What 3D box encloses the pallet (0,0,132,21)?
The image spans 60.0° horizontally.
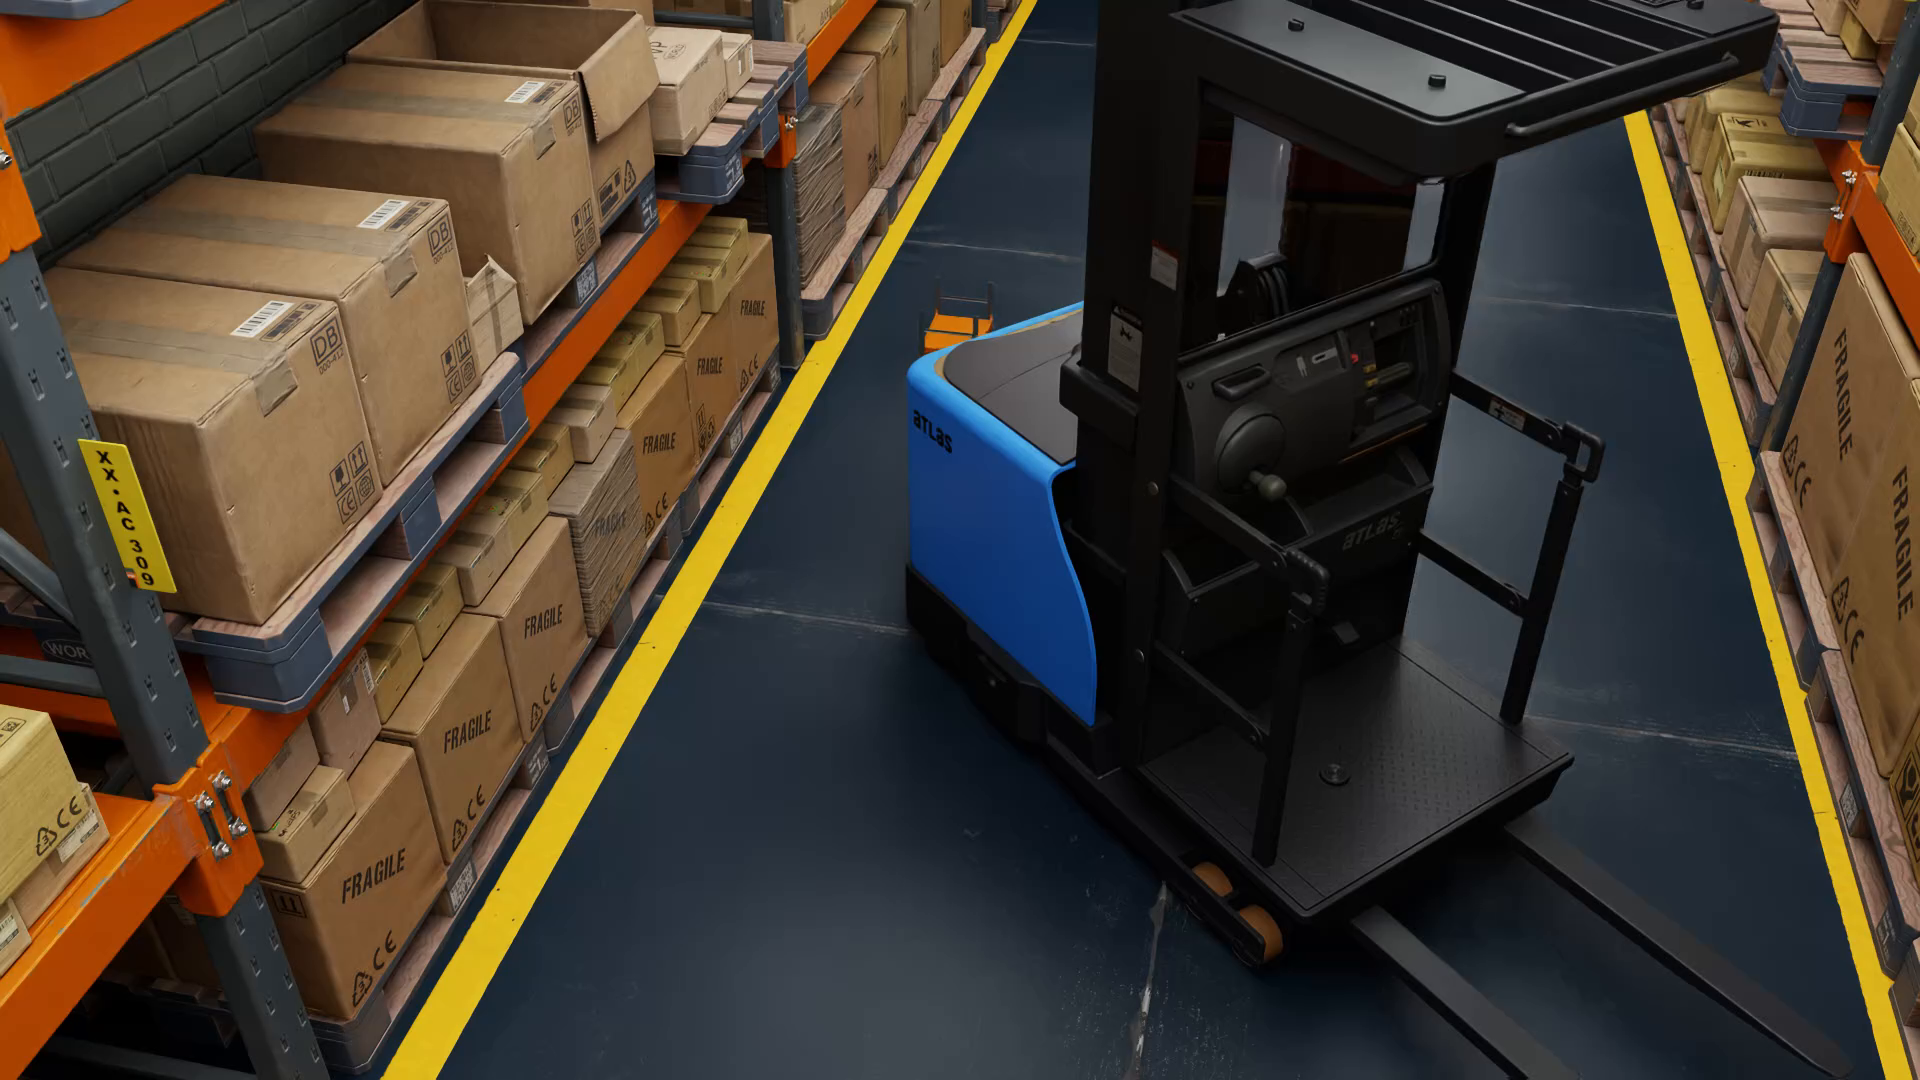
[{"bbox_3d":[-1.832,-1.256,3.031,1.213,0.211,1.003,7,37,10],"label":"pallet"}]

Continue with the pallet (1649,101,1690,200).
[{"bbox_3d":[4.354,-2.143,9.027,1.003,0.211,1.213,7,37,10],"label":"pallet"}]

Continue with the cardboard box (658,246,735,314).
[{"bbox_3d":[-1.072,-0.991,6.281,0.380,0.149,0.250,6,36,8],"label":"cardboard box"}]

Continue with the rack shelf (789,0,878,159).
[{"bbox_3d":[-0.758,-2.901,8.310,1.077,0.370,4.000,7,37,10],"label":"rack shelf"}]

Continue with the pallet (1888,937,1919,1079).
[{"bbox_3d":[2.901,1.545,3.939,1.003,0.211,1.213,7,37,10],"label":"pallet"}]

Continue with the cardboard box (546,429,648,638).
[{"bbox_3d":[-1.385,-0.048,5.533,0.500,0.500,0.500,6,36,8],"label":"cardboard box"}]

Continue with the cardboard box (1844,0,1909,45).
[{"bbox_3d":[3.490,-2.052,5.829,0.500,0.500,0.500,6,36,9],"label":"cardboard box"}]

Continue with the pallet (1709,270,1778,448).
[{"bbox_3d":[3.833,-0.744,7.097,1.003,0.211,1.213,7,37,10],"label":"pallet"}]

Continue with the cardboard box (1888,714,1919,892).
[{"bbox_3d":[3.050,0.673,4.217,0.875,0.875,0.875,8,37,11],"label":"cardboard box"}]

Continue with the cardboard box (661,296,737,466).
[{"bbox_3d":[-1.183,-0.649,6.361,0.500,0.500,0.500,7,36,9],"label":"cardboard box"}]

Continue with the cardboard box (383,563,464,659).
[{"bbox_3d":[-1.631,0.179,4.667,0.380,0.149,0.250,7,36,9],"label":"cardboard box"}]

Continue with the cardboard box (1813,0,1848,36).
[{"bbox_3d":[3.501,-2.024,6.343,0.380,0.149,0.250,7,37,10],"label":"cardboard box"}]

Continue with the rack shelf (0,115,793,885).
[{"bbox_3d":[-1.613,-0.608,5.146,1.077,0.370,4.000,7,37,10],"label":"rack shelf"}]

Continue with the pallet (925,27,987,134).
[{"bbox_3d":[-0.450,-2.783,9.909,1.003,0.211,1.213,7,37,10],"label":"pallet"}]

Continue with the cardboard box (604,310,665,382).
[{"bbox_3d":[-1.272,-0.700,5.879,0.380,0.149,0.250,8,37,11],"label":"cardboard box"}]

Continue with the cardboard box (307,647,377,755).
[{"bbox_3d":[-1.695,0.379,4.137,0.380,0.149,0.250,6,36,8],"label":"cardboard box"}]

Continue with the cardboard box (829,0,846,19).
[{"bbox_3d":[-0.740,-2.496,7.266,0.500,0.250,0.500,7,36,9],"label":"cardboard box"}]

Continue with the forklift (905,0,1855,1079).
[{"bbox_3d":[1.066,-0.330,4.207,1.130,2.935,3.031,-22,41,-27],"label":"forklift"}]

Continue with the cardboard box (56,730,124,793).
[{"bbox_3d":[-2.243,0.580,4.113,0.380,0.149,0.250,6,36,8],"label":"cardboard box"}]

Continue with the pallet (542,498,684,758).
[{"bbox_3d":[-1.645,0.204,5.789,1.003,0.211,1.213,7,37,10],"label":"pallet"}]

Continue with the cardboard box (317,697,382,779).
[{"bbox_3d":[-1.720,0.486,4.243,0.380,0.149,0.250,6,36,9],"label":"cardboard box"}]

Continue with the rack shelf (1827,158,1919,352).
[{"bbox_3d":[3.237,0.012,4.290,1.077,0.370,4.000,7,37,10],"label":"rack shelf"}]

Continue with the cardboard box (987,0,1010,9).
[{"bbox_3d":[0.096,-3.631,10.690,0.500,0.250,0.500,8,37,10],"label":"cardboard box"}]

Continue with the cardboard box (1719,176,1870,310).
[{"bbox_3d":[3.945,-1.278,7.339,0.950,0.372,0.625,7,36,9],"label":"cardboard box"}]

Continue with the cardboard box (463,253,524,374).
[{"bbox_3d":[-1.368,-0.617,4.301,0.396,0.266,0.258,9,37,12],"label":"cardboard box"}]

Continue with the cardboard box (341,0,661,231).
[{"bbox_3d":[-1.354,-1.299,5.040,0.797,0.503,0.637,7,36,9],"label":"cardboard box"}]

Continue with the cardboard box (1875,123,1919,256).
[{"bbox_3d":[3.314,-1.116,5.361,0.500,0.250,0.500,7,36,9],"label":"cardboard box"}]

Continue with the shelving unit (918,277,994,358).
[{"bbox_3d":[-0.011,-0.394,5.900,0.215,1.050,0.252,7,37,10],"label":"shelving unit"}]

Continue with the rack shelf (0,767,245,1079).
[{"bbox_3d":[-2.467,1.685,1.982,1.077,0.370,4.000,7,37,10],"label":"rack shelf"}]

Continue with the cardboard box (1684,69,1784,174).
[{"bbox_3d":[4.259,-2.111,8.488,0.950,0.372,0.625,10,37,13],"label":"cardboard box"}]

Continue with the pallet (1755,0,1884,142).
[{"bbox_3d":[3.713,-1.770,6.300,1.213,0.211,1.003,7,37,10],"label":"pallet"}]

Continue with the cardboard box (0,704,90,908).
[{"bbox_3d":[-1.910,0.510,2.864,0.500,0.250,0.500,8,37,11],"label":"cardboard box"}]

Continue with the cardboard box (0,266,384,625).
[{"bbox_3d":[-1.718,-0.212,3.544,0.700,0.500,0.500,8,37,11],"label":"cardboard box"}]

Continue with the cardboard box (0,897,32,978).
[{"bbox_3d":[-1.896,0.716,2.921,0.380,0.149,0.250,8,37,11],"label":"cardboard box"}]

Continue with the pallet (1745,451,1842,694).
[{"bbox_3d":[3.422,0.146,5.869,1.003,0.211,1.213,7,37,10],"label":"pallet"}]

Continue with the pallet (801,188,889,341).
[{"bbox_3d":[-0.972,-1.384,7.979,1.003,0.211,1.213,7,37,10],"label":"pallet"}]

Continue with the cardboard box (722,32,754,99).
[{"bbox_3d":[-0.951,-1.689,5.881,0.380,0.149,0.250,8,37,11],"label":"cardboard box"}]

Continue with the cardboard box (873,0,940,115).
[{"bbox_3d":[-0.605,-2.803,9.227,0.875,0.625,0.625,7,37,9],"label":"cardboard box"}]

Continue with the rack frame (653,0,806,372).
[{"bbox_3d":[-1.186,-2.046,6.517,1.000,3.000,0.127,7,37,10],"label":"rack frame"}]

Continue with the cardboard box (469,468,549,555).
[{"bbox_3d":[-1.486,-0.102,5.054,0.380,0.149,0.250,9,37,12],"label":"cardboard box"}]

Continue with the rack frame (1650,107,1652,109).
[{"bbox_3d":[4.519,-3.719,8.825,1.000,3.000,0.127,7,37,10],"label":"rack frame"}]

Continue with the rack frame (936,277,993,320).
[{"bbox_3d":[0.015,-0.464,5.996,0.200,1.050,0.008,7,37,10],"label":"rack frame"}]

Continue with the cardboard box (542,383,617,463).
[{"bbox_3d":[-1.354,-0.395,5.458,0.380,0.149,0.250,6,36,8],"label":"cardboard box"}]

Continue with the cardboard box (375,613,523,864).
[{"bbox_3d":[-1.613,0.534,4.729,0.500,0.500,0.500,7,36,9],"label":"cardboard box"}]

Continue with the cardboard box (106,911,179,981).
[{"bbox_3d":[-2.224,0.771,4.402,0.500,0.500,0.500,7,37,10],"label":"cardboard box"}]

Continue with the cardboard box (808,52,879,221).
[{"bbox_3d":[-0.907,-1.986,8.099,0.875,0.625,0.625,8,37,11],"label":"cardboard box"}]

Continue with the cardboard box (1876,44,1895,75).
[{"bbox_3d":[3.505,-1.711,5.912,0.380,0.149,0.250,9,37,12],"label":"cardboard box"}]

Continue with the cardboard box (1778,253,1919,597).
[{"bbox_3d":[3.436,-0.350,5.629,0.875,0.875,0.875,7,37,10],"label":"cardboard box"}]
